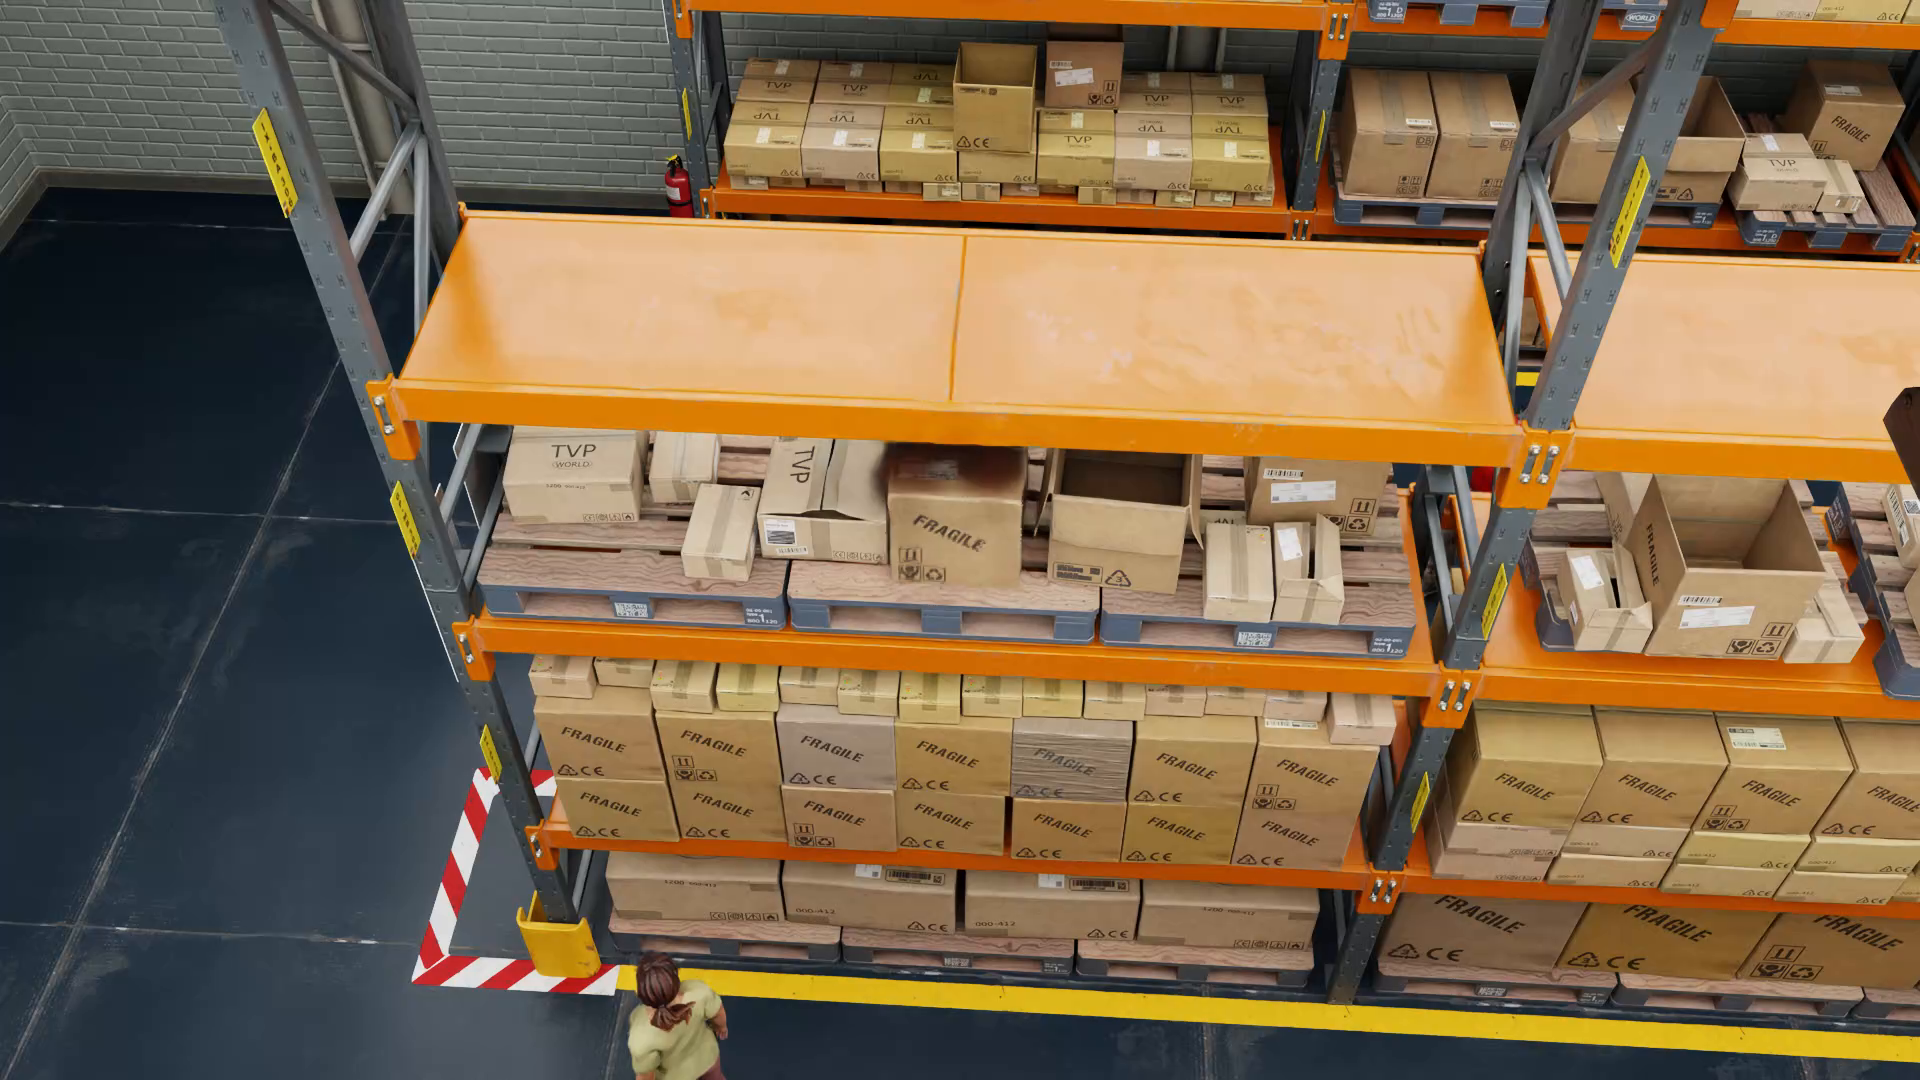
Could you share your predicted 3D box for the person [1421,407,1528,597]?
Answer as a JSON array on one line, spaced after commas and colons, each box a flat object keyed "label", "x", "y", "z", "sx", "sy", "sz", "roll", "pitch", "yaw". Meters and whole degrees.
[{"label": "person", "x": 3.094, "y": -0.150, "z": 9.728, "sx": 0.686, "sy": 1.758, "sz": 0.576, "roll": -5, "pitch": 48, "yaw": -4}]

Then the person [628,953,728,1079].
[{"label": "person", "x": -1.256, "y": 2.268, "z": 7.336, "sx": 0.419, "sy": 1.676, "sz": 0.495, "roll": 34, "pitch": 56, "yaw": 27}]
